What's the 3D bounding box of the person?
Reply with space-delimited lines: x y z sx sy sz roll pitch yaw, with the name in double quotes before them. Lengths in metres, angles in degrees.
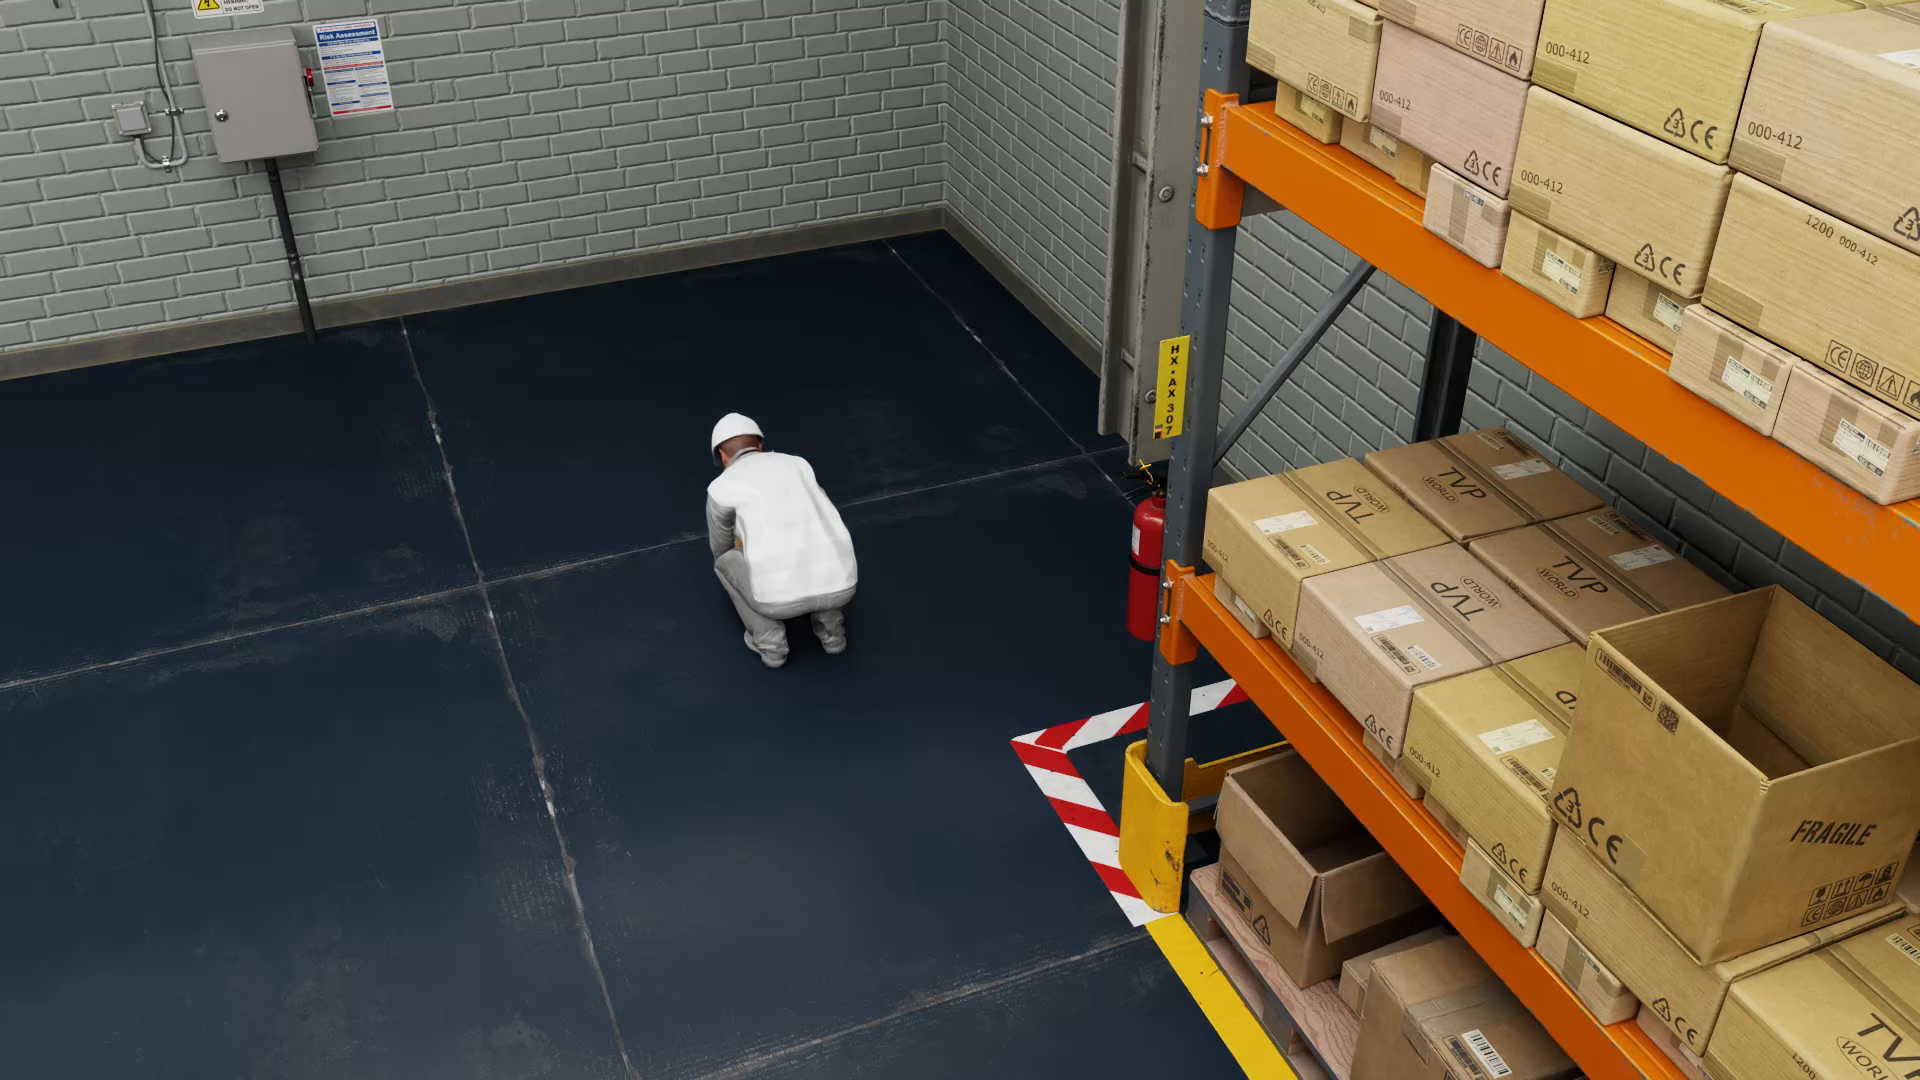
"person" -0.766 0.007 6.973 0.529 0.869 0.914 -13 35 -19
